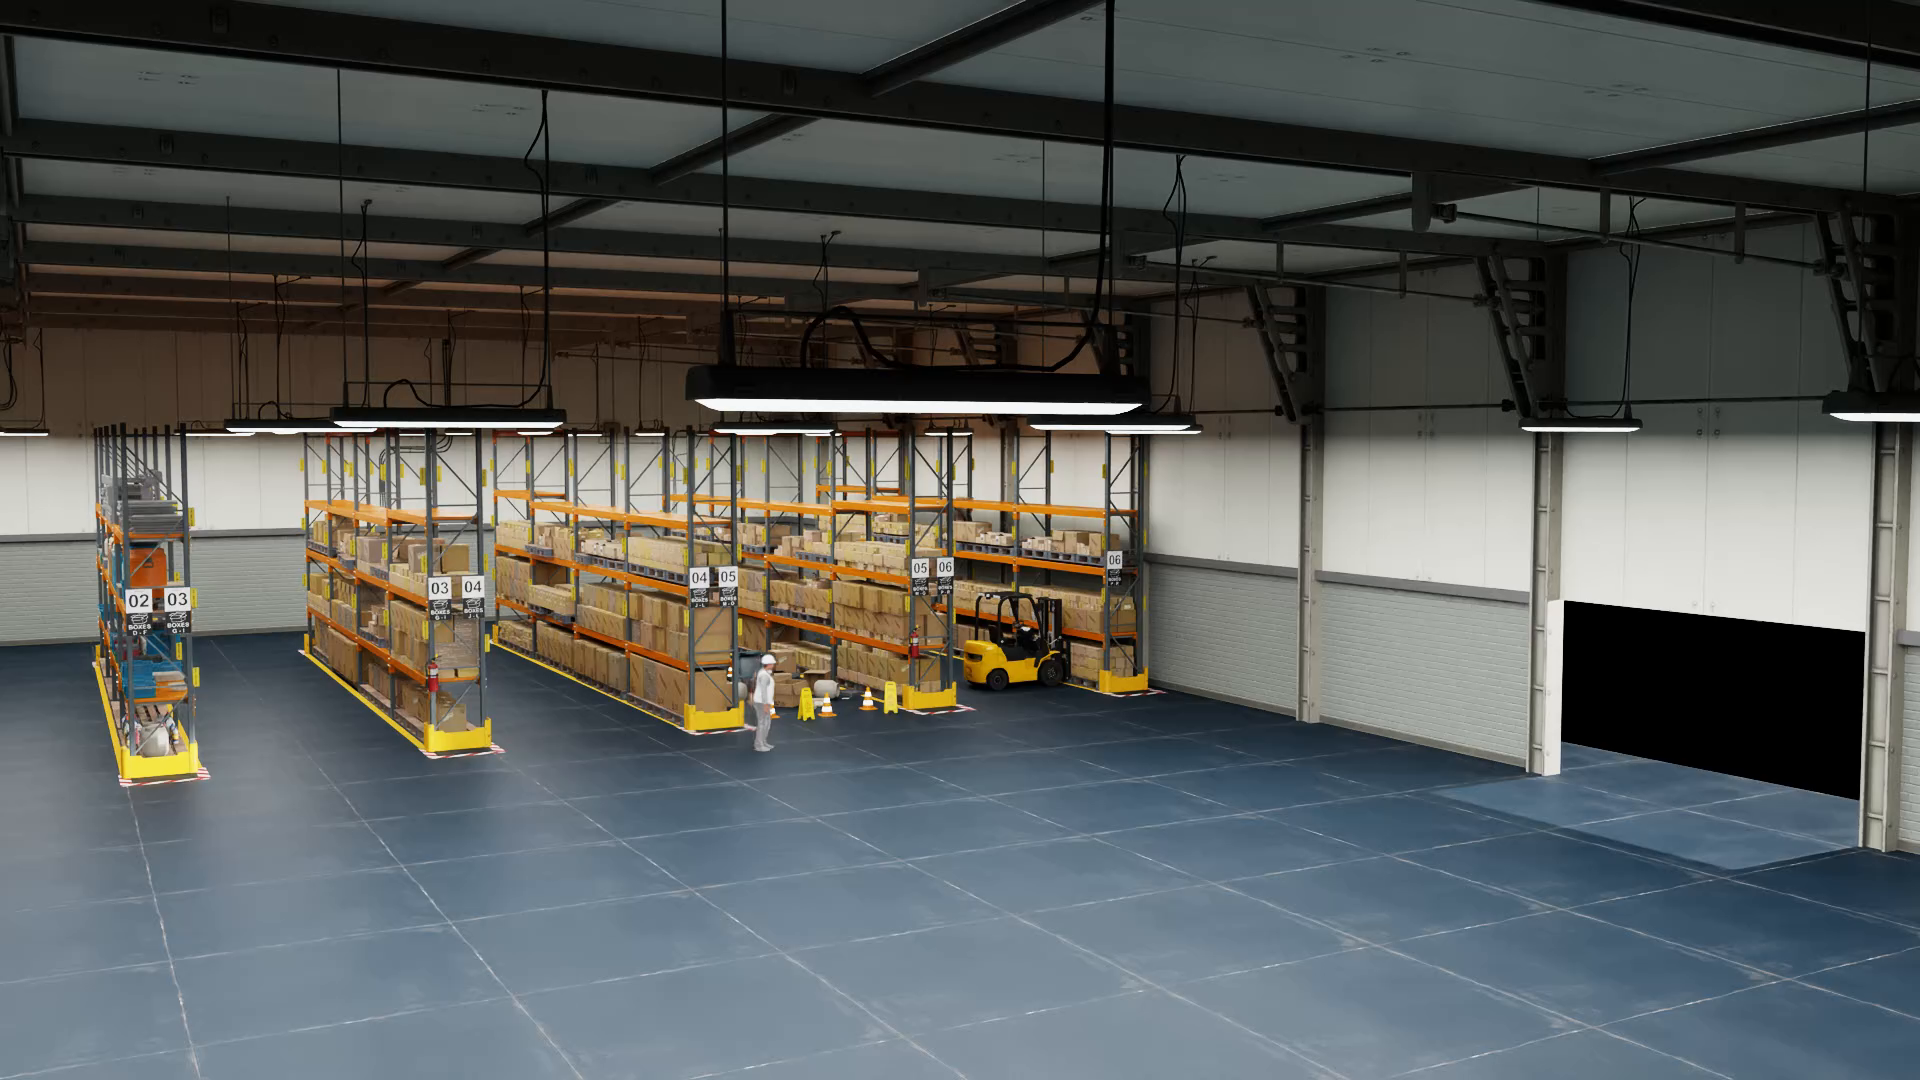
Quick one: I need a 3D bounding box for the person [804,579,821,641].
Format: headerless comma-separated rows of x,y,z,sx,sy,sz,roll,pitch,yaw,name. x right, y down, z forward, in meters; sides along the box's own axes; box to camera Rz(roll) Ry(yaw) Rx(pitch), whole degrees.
-4.220,1.984,47.296,0.612,1.783,0.397,2,4,26,person

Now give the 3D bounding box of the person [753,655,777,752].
-3.579,2.991,30.576,0.450,1.782,0.574,0,3,-3,person
